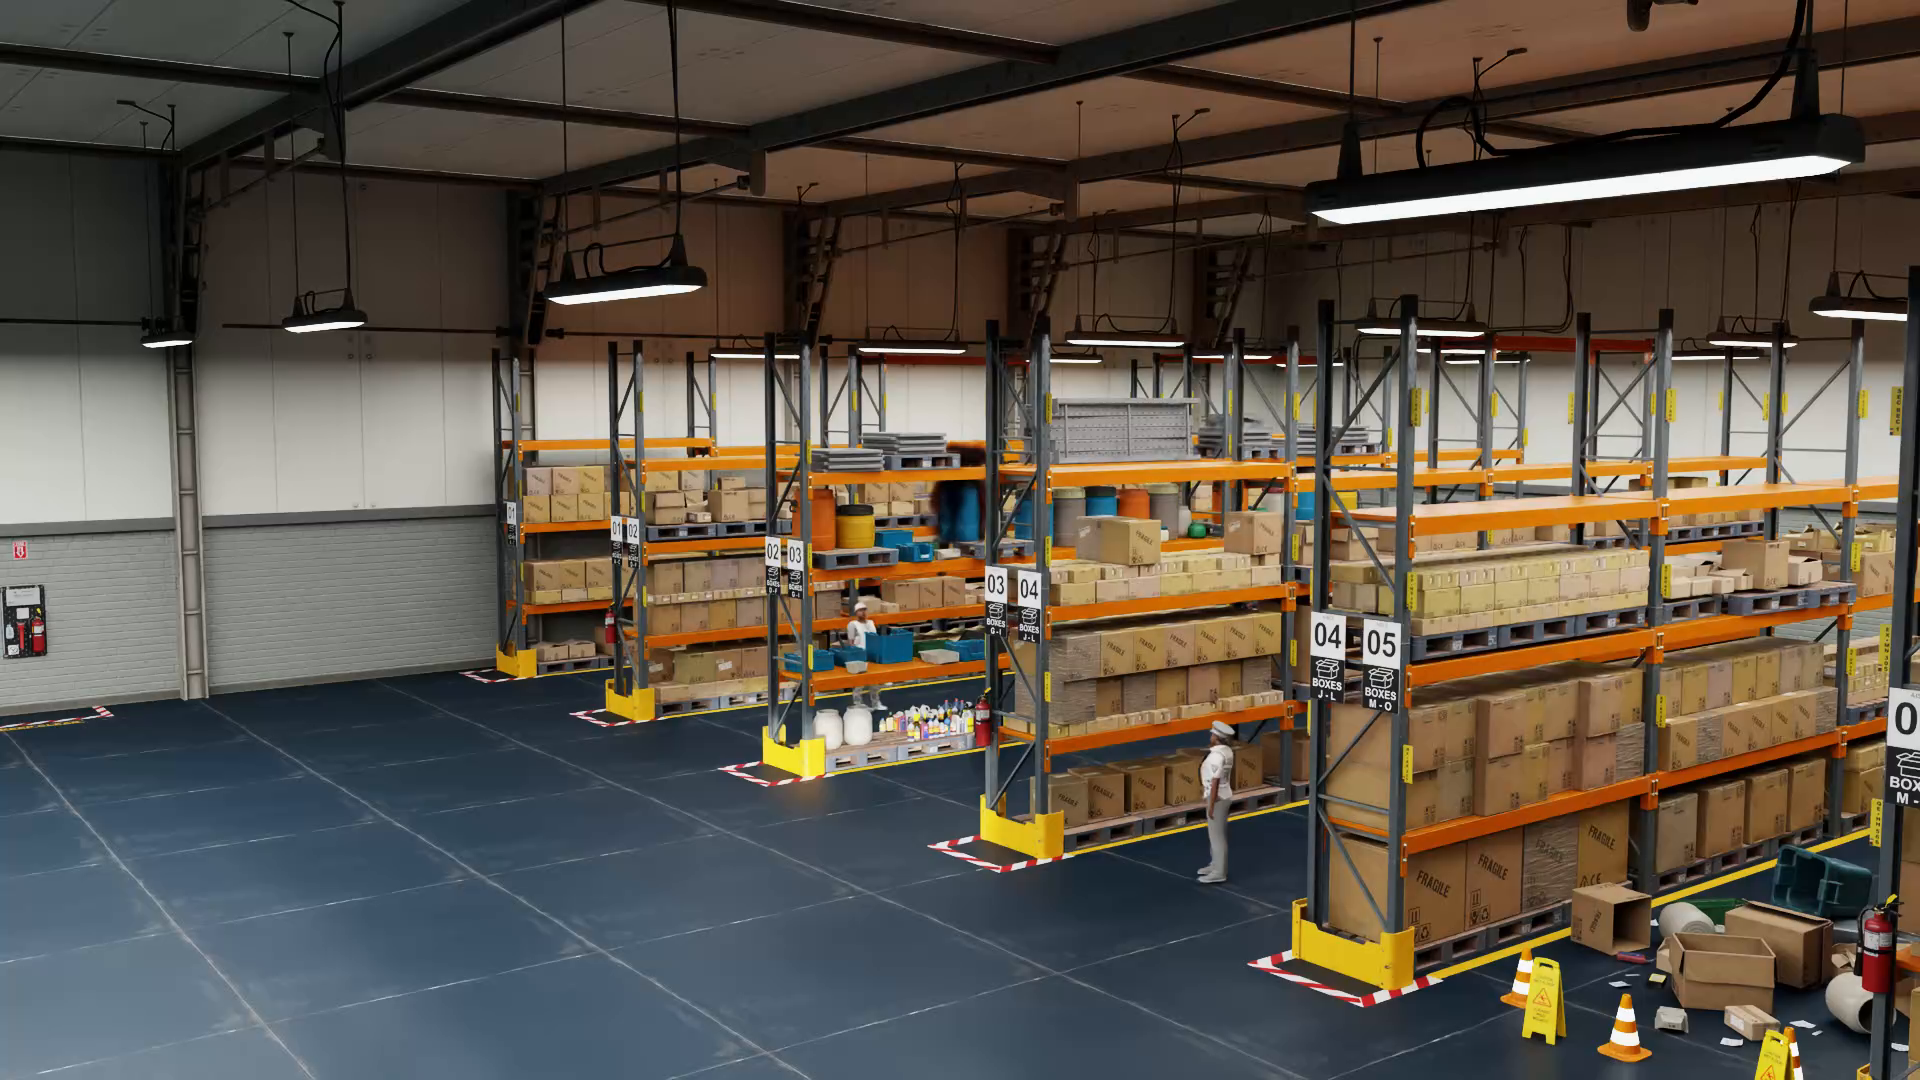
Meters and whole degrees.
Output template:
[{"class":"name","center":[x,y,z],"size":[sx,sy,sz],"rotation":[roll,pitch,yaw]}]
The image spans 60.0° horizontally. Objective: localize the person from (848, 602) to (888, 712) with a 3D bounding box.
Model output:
[{"class":"person","center":[-1.518,1.904,26.928],"size":[0.508,1.771,0.630],"rotation":[4,6,36]}]

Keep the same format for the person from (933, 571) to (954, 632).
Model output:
[{"class":"person","center":[-0.327,1.384,32.993],"size":[0.602,1.758,0.575],"rotation":[-3,6,-30]}]

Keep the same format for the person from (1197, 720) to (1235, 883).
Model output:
[{"class":"person","center":[2.719,2.764,17.692],"size":[0.386,1.698,0.484],"rotation":[1,5,7]}]

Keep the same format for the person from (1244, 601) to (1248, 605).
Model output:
[{"class":"person","center":[6.514,1.024,38.221],"size":[0.412,1.555,0.946],"rotation":[3,6,30]}]
